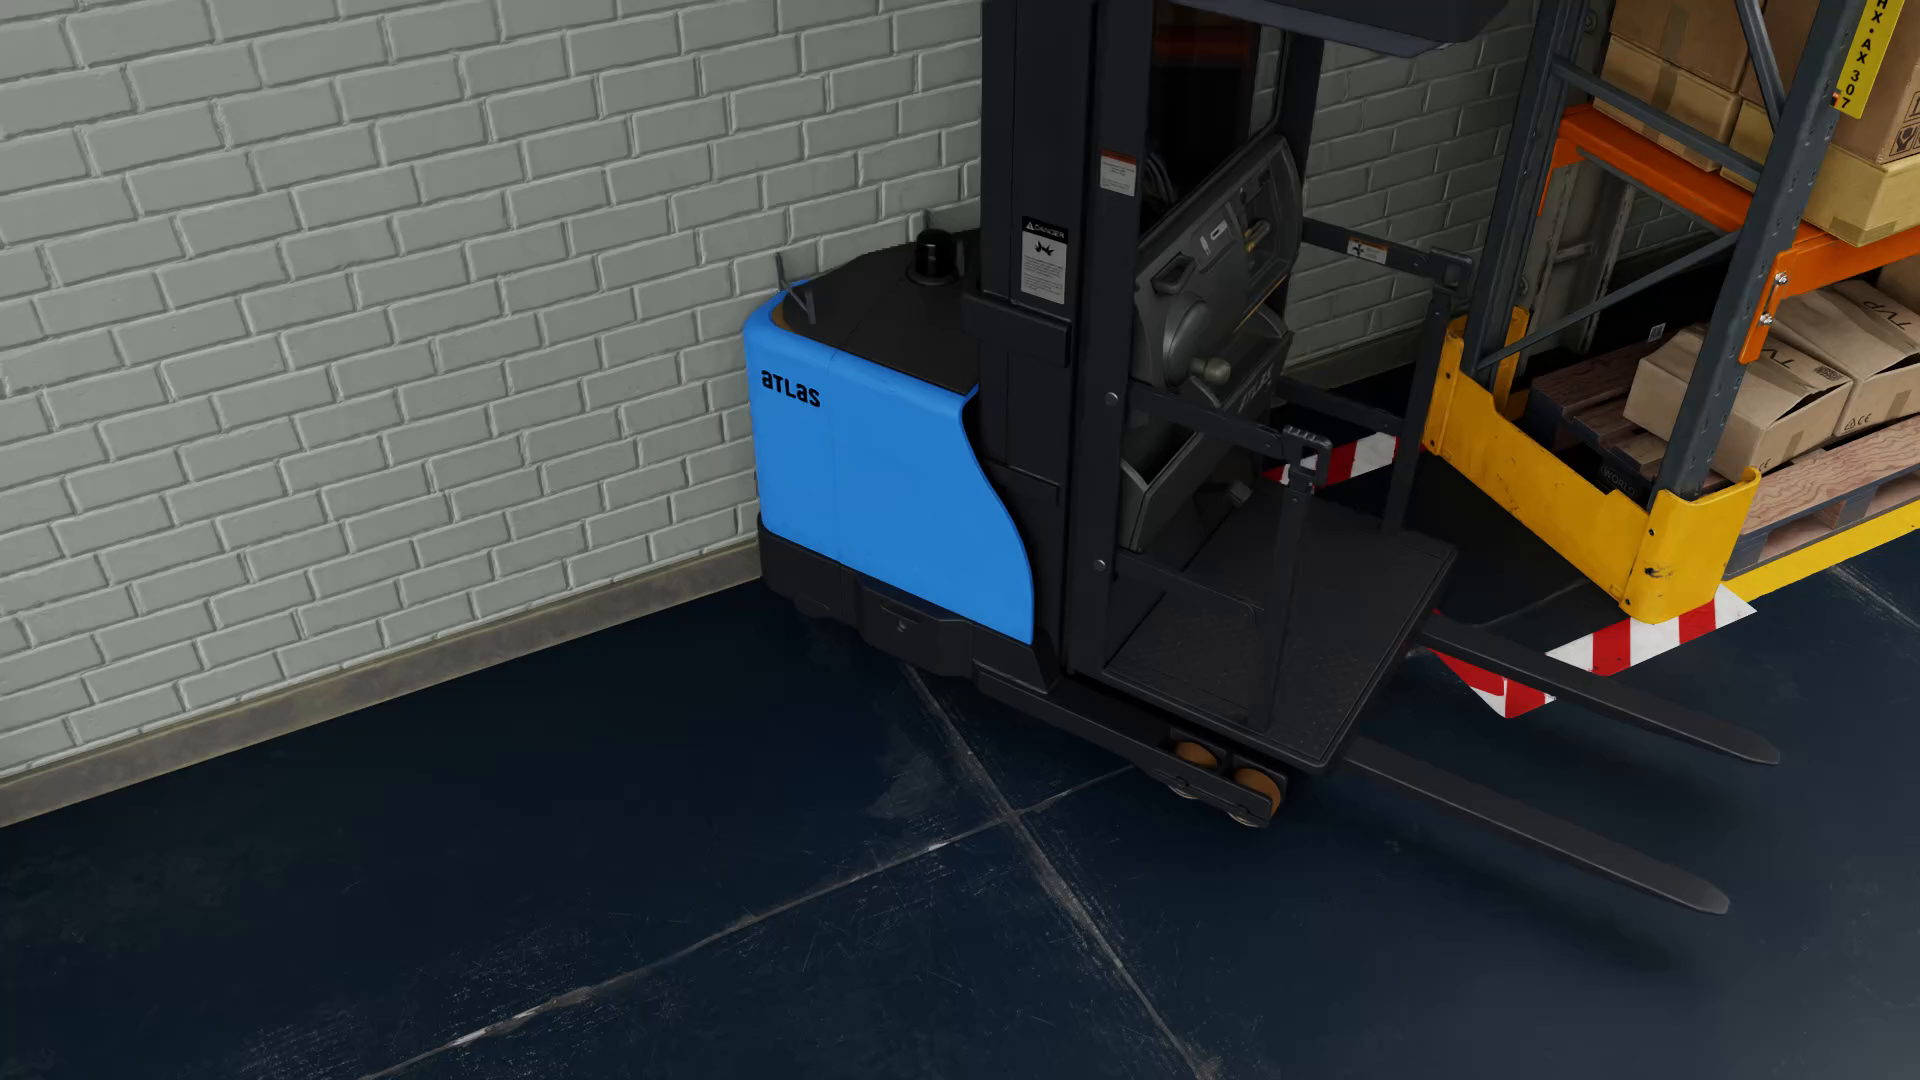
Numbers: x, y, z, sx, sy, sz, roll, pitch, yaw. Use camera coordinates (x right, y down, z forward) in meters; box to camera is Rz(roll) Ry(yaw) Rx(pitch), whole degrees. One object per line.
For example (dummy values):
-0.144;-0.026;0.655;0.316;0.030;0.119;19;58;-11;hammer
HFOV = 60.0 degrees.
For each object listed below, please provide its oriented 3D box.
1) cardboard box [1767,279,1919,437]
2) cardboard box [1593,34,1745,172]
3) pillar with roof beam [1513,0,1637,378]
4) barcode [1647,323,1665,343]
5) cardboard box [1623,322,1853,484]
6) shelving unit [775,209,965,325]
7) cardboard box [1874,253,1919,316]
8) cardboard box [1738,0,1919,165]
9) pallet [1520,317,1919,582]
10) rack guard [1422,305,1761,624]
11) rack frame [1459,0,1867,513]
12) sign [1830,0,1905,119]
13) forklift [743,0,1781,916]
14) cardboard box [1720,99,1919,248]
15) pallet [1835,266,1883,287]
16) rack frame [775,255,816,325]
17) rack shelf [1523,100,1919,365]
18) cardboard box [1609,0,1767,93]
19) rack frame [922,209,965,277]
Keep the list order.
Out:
3.209;-0.686;5.979;0.500;0.311;0.500;-15;43;-17;cardboard box
2.373;-1.420;5.207;0.500;0.250;0.500;-18;43;-20;cardboard box
4.258;-1.747;0.849;0.400;9.000;9.100;-19;44;-21;pillar with roof beam
2.535;-0.754;6.053;0.075;0.075;0.001;-19;44;-21;barcode
2.703;-0.516;5.778;0.500;0.311;0.500;-24;46;-25;cardboard box
-0.235;-0.402;5.290;0.503;1.200;0.258;-21;44;-19;shelving unit
3.883;-0.949;6.143;0.500;0.500;0.700;-21;45;-23;cardboard box
2.611;-1.426;4.633;0.500;0.500;0.500;-19;44;-21;cardboard box
2.853;-0.400;6.059;1.213;0.211;1.003;-19;44;-21;pallet
2.116;-0.288;5.703;0.348;0.500;1.175;-19;44;-21;rack guard
2.048;-1.219;4.869;0.127;3.000;1.000;-19;44;-21;rack frame
2.299;-1.239;4.222;0.005;0.325;0.100;-19;44;-21;sign
0.865;-0.692;4.299;3.031;2.935;1.130;22;45;24;forklift
2.628;-1.133;4.868;0.500;0.250;0.500;-20;44;-22;cardboard box
3.933;-0.761;6.486;1.213;0.211;1.003;-19;44;-21;pallet
-0.451;-0.319;5.211;0.015;1.200;0.240;-21;44;-19;rack frame
3.822;-1.542;5.806;4.000;0.370;1.077;-19;44;-21;rack shelf
2.368;-1.718;4.979;0.500;0.500;0.500;-19;44;-21;cardboard box
-0.020;-0.486;5.369;0.015;1.200;0.240;-21;44;-19;rack frame
